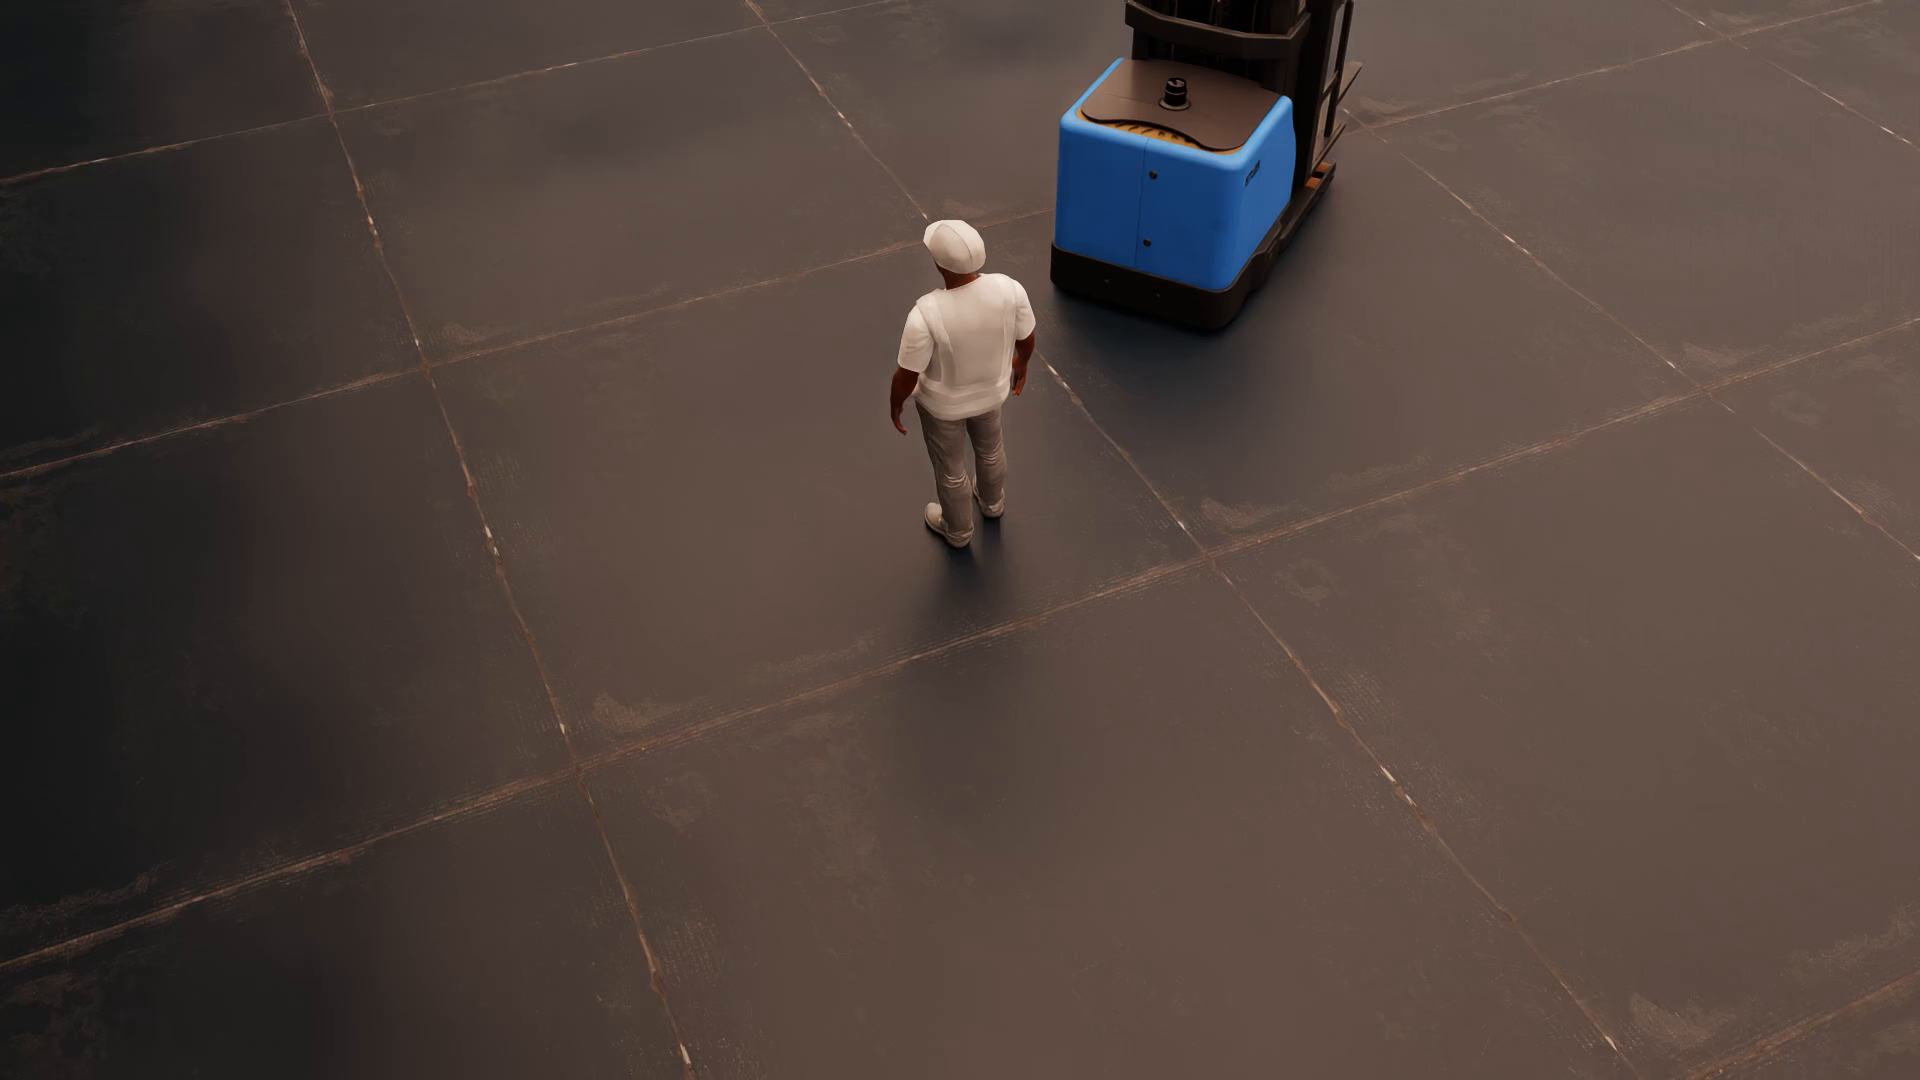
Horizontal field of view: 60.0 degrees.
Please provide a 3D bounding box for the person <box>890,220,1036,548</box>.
[{"bbox_3d":[-0.025,-0.695,7.269,0.666,1.767,0.576,-18,46,-18],"label":"person"}]

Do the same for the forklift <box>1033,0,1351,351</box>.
[{"bbox_3d":[1.523,-3.073,8.972,1.130,2.935,3.031,19,46,20],"label":"forklift"}]
